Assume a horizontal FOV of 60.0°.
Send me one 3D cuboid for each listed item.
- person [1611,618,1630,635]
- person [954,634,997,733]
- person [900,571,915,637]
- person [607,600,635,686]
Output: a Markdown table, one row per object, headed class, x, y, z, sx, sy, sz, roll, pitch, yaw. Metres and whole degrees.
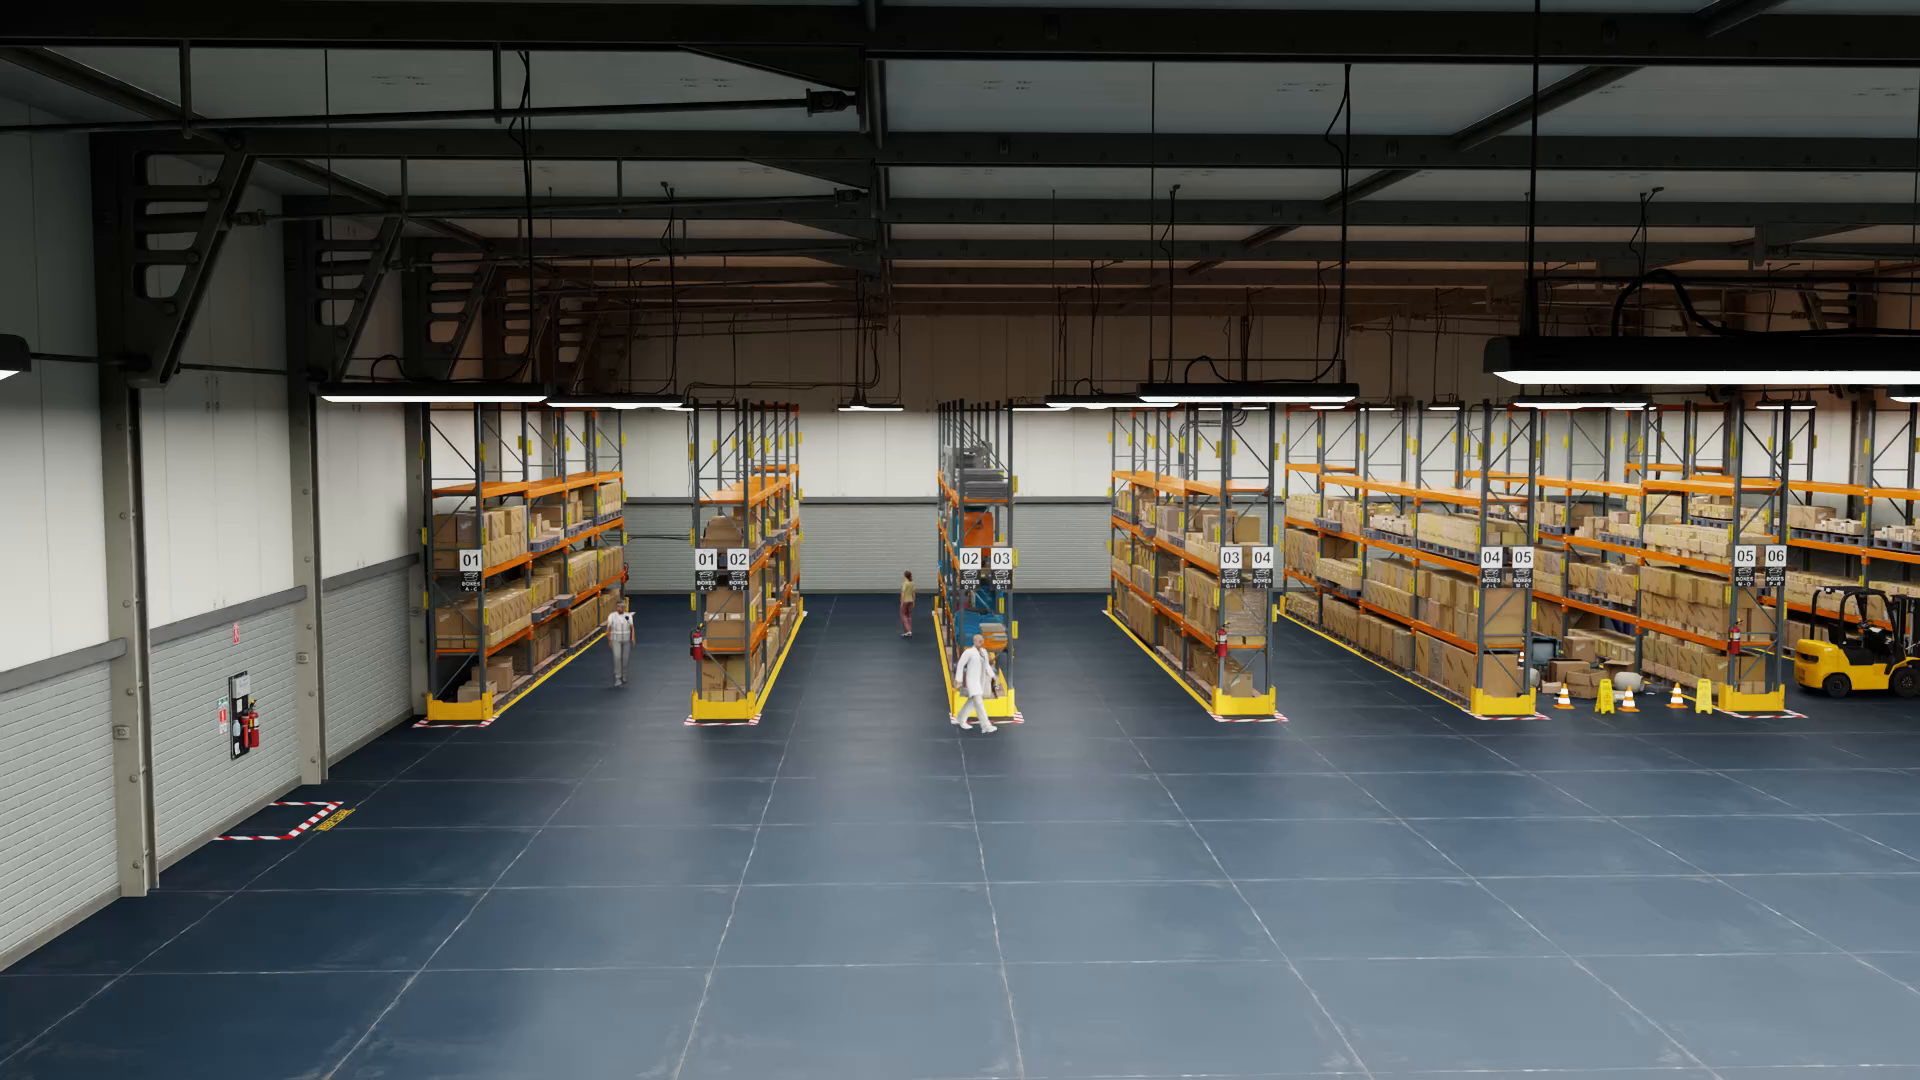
| class | x | y | z | sx | sy | sz | roll | pitch | yaw |
| --- | --- | --- | --- | --- | --- | --- | --- | --- | --- |
| person | 17.030 | 1.676 | 42.731 | 0.522 | 1.683 | 0.413 | -2 | 5 | -28 |
| person | 0.308 | 2.572 | 29.905 | 1.103 | 1.757 | 0.668 | 3 | 5 | 34 |
| person | -1.340 | 1.661 | 42.872 | 0.483 | 1.732 | 0.400 | -4 | 6 | -43 |
| person | -7.165 | 2.179 | 35.365 | 0.554 | 1.771 | 0.726 | -2 | 5 | -27 |
